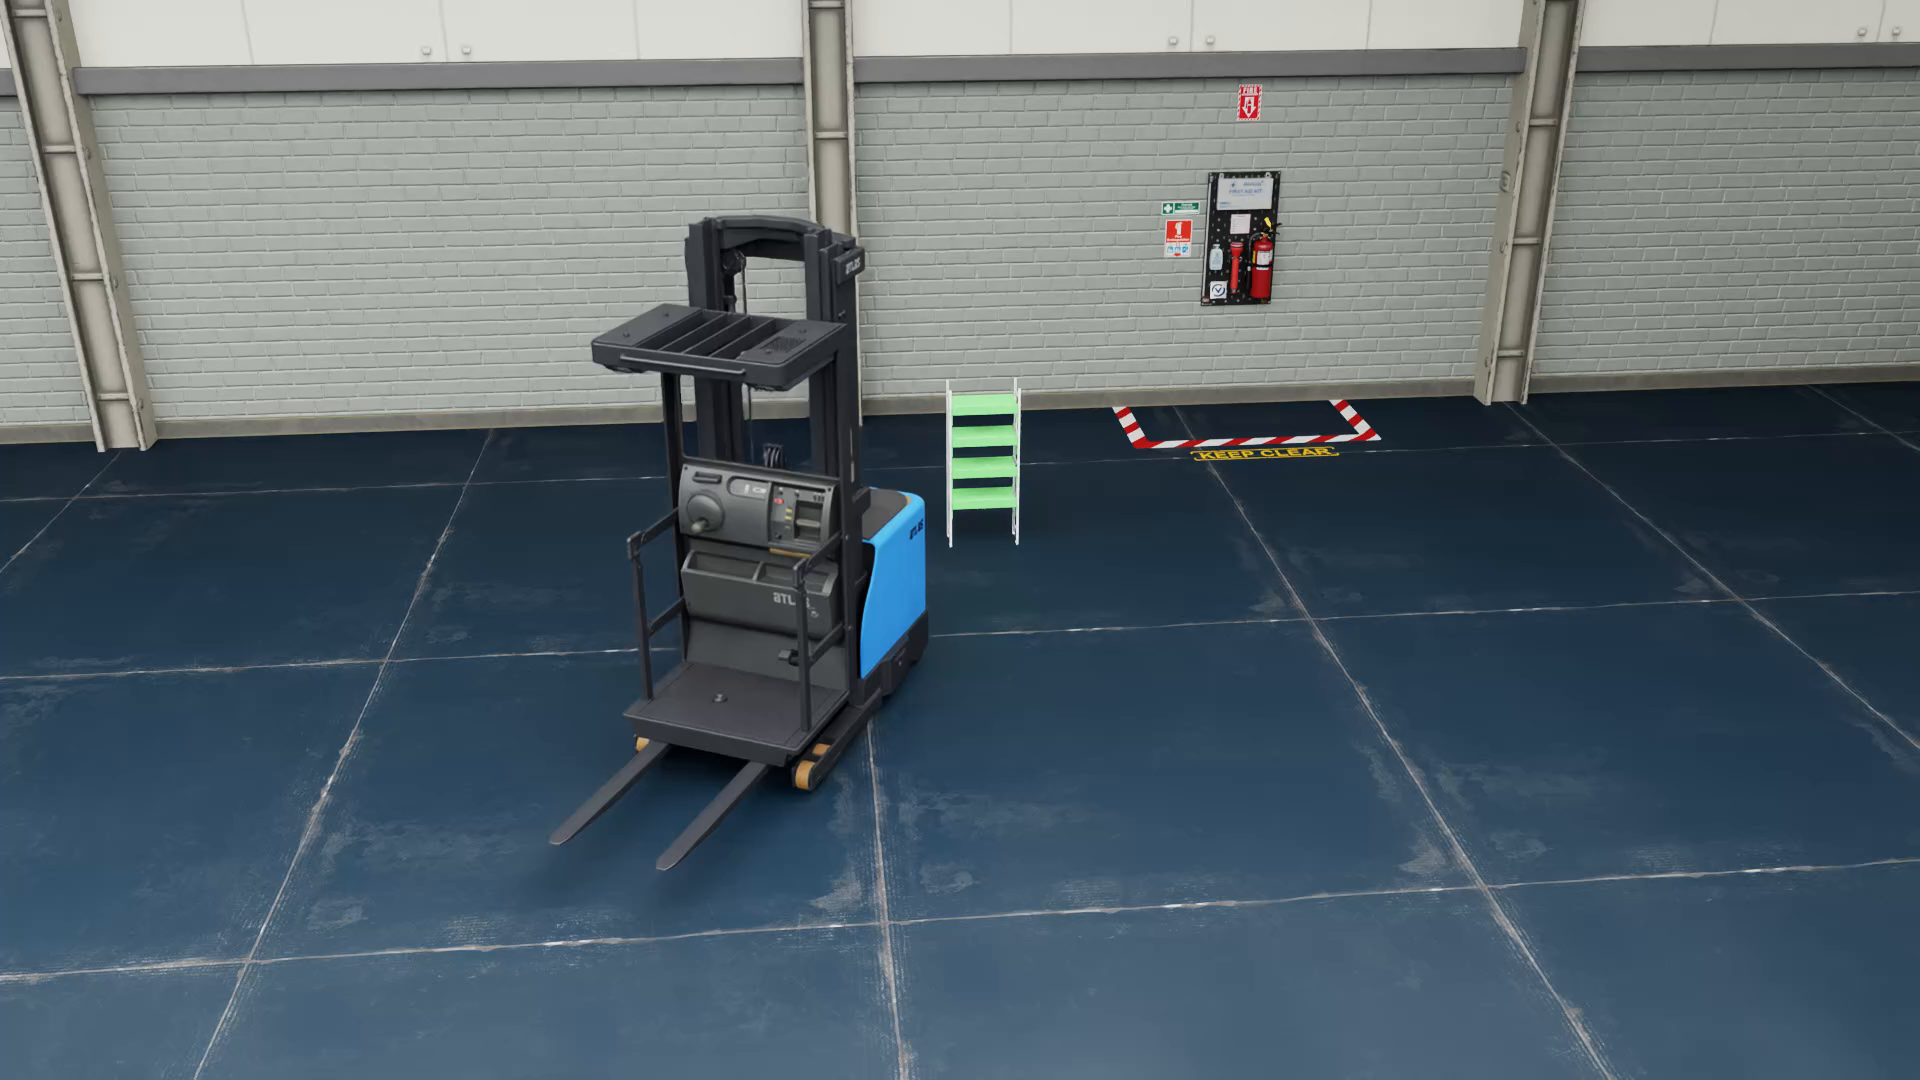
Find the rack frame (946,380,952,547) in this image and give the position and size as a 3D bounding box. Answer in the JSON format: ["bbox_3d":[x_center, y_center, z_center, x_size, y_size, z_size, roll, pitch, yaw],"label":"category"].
[{"bbox_3d":[-0.078,-0.545,11.999,0.015,1.200,0.240,-2,24,-5],"label":"rack frame"}]

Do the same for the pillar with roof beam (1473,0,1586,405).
[{"bbox_3d":[5.334,-3.657,9.399,0.400,9.000,9.100,-2,24,-5],"label":"pillar with roof beam"}]

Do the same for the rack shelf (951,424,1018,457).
[{"bbox_3d":[0.165,-0.716,11.950,0.480,0.148,0.258,-2,24,-5],"label":"rack shelf"}]

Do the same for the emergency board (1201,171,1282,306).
[{"bbox_3d":[2.448,-2.573,14.345,0.643,1.169,0.194,-2,24,-5],"label":"emergency board"}]

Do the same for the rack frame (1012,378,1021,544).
[{"bbox_3d":[0.408,-0.565,12.043,0.015,1.200,0.240,-2,24,-5],"label":"rack frame"}]

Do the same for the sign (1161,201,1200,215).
[{"bbox_3d":[1.893,-2.847,14.267,0.331,0.109,0.001,-2,24,-5],"label":"sign"}]

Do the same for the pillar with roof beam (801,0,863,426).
[{"bbox_3d":[-0.637,-3.418,8.860,0.400,9.000,9.100,-2,24,-5],"label":"pillar with roof beam"}]

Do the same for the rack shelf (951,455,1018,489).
[{"bbox_3d":[0.165,-0.496,12.047,0.480,0.148,0.258,-2,24,-5],"label":"rack shelf"}]

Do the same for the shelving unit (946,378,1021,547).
[{"bbox_3d":[0.165,-0.555,12.021,0.503,1.200,0.258,-2,24,-5],"label":"shelving unit"}]

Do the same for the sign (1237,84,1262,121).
[{"bbox_3d":[2.430,-3.672,13.964,0.199,0.298,0.001,-2,24,-5],"label":"sign"}]

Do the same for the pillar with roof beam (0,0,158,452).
[{"bbox_3d":[-6.608,-3.178,8.321,0.400,9.000,9.100,-2,24,-5],"label":"pillar with roof beam"}]

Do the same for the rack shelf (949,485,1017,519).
[{"bbox_3d":[0.165,-0.277,12.145,0.480,0.148,0.258,-2,24,-5],"label":"rack shelf"}]

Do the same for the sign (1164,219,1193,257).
[{"bbox_3d":[1.888,-2.609,14.382,0.234,0.329,0.001,-2,24,-5],"label":"sign"}]

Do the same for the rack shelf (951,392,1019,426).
[{"bbox_3d":[0.165,-0.935,11.852,0.480,0.148,0.258,-2,24,-5],"label":"rack shelf"}]

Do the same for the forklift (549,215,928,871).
[{"bbox_3d":[-1.202,-0.151,8.980,1.130,2.935,3.031,9,25,19],"label":"forklift"}]

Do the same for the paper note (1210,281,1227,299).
[{"bbox_3d":[2.265,-2.191,14.571,0.142,0.148,0.016,-2,24,-5],"label":"paper note"}]
